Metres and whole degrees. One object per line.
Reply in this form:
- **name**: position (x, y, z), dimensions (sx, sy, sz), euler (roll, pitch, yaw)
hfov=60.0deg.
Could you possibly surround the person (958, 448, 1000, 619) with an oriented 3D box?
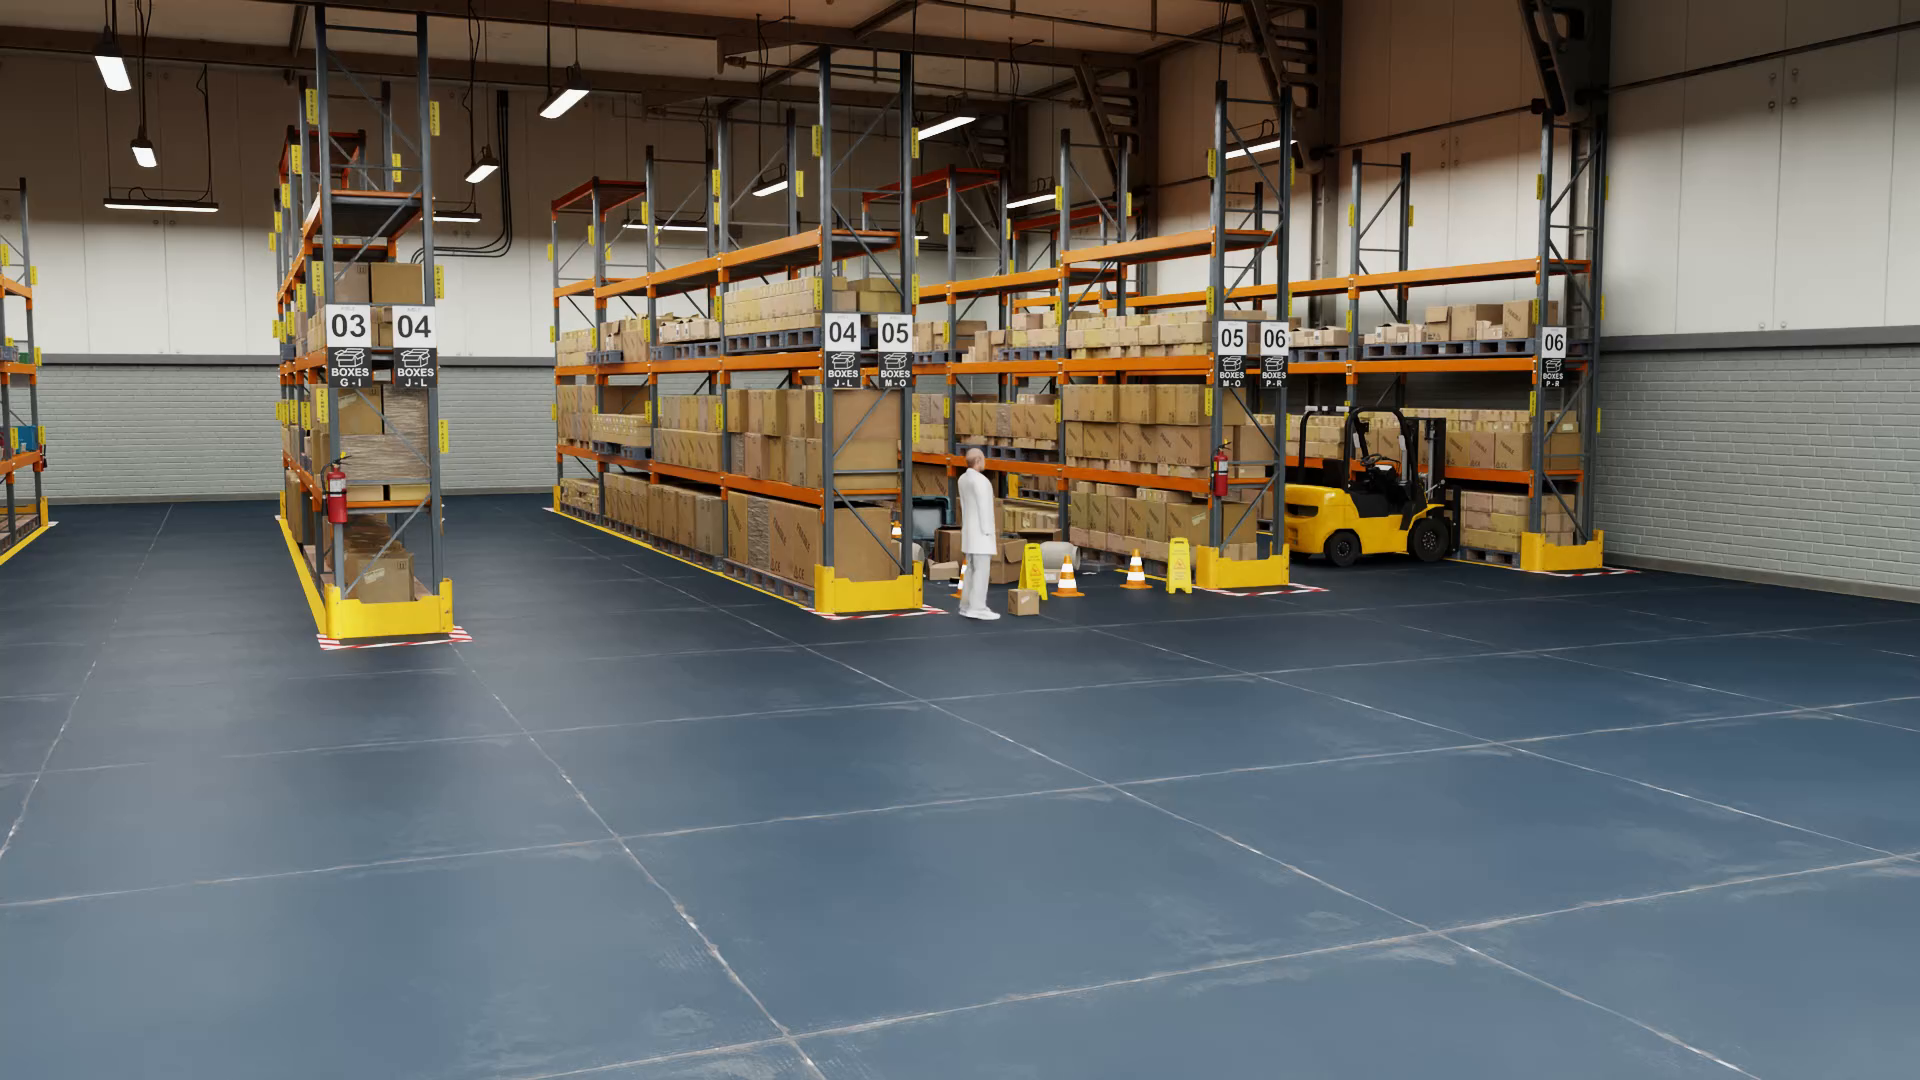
- **person**: position (0.183, -0.070, 17.551), dimensions (0.395, 1.795, 0.565), euler (-2, 6, -23)
